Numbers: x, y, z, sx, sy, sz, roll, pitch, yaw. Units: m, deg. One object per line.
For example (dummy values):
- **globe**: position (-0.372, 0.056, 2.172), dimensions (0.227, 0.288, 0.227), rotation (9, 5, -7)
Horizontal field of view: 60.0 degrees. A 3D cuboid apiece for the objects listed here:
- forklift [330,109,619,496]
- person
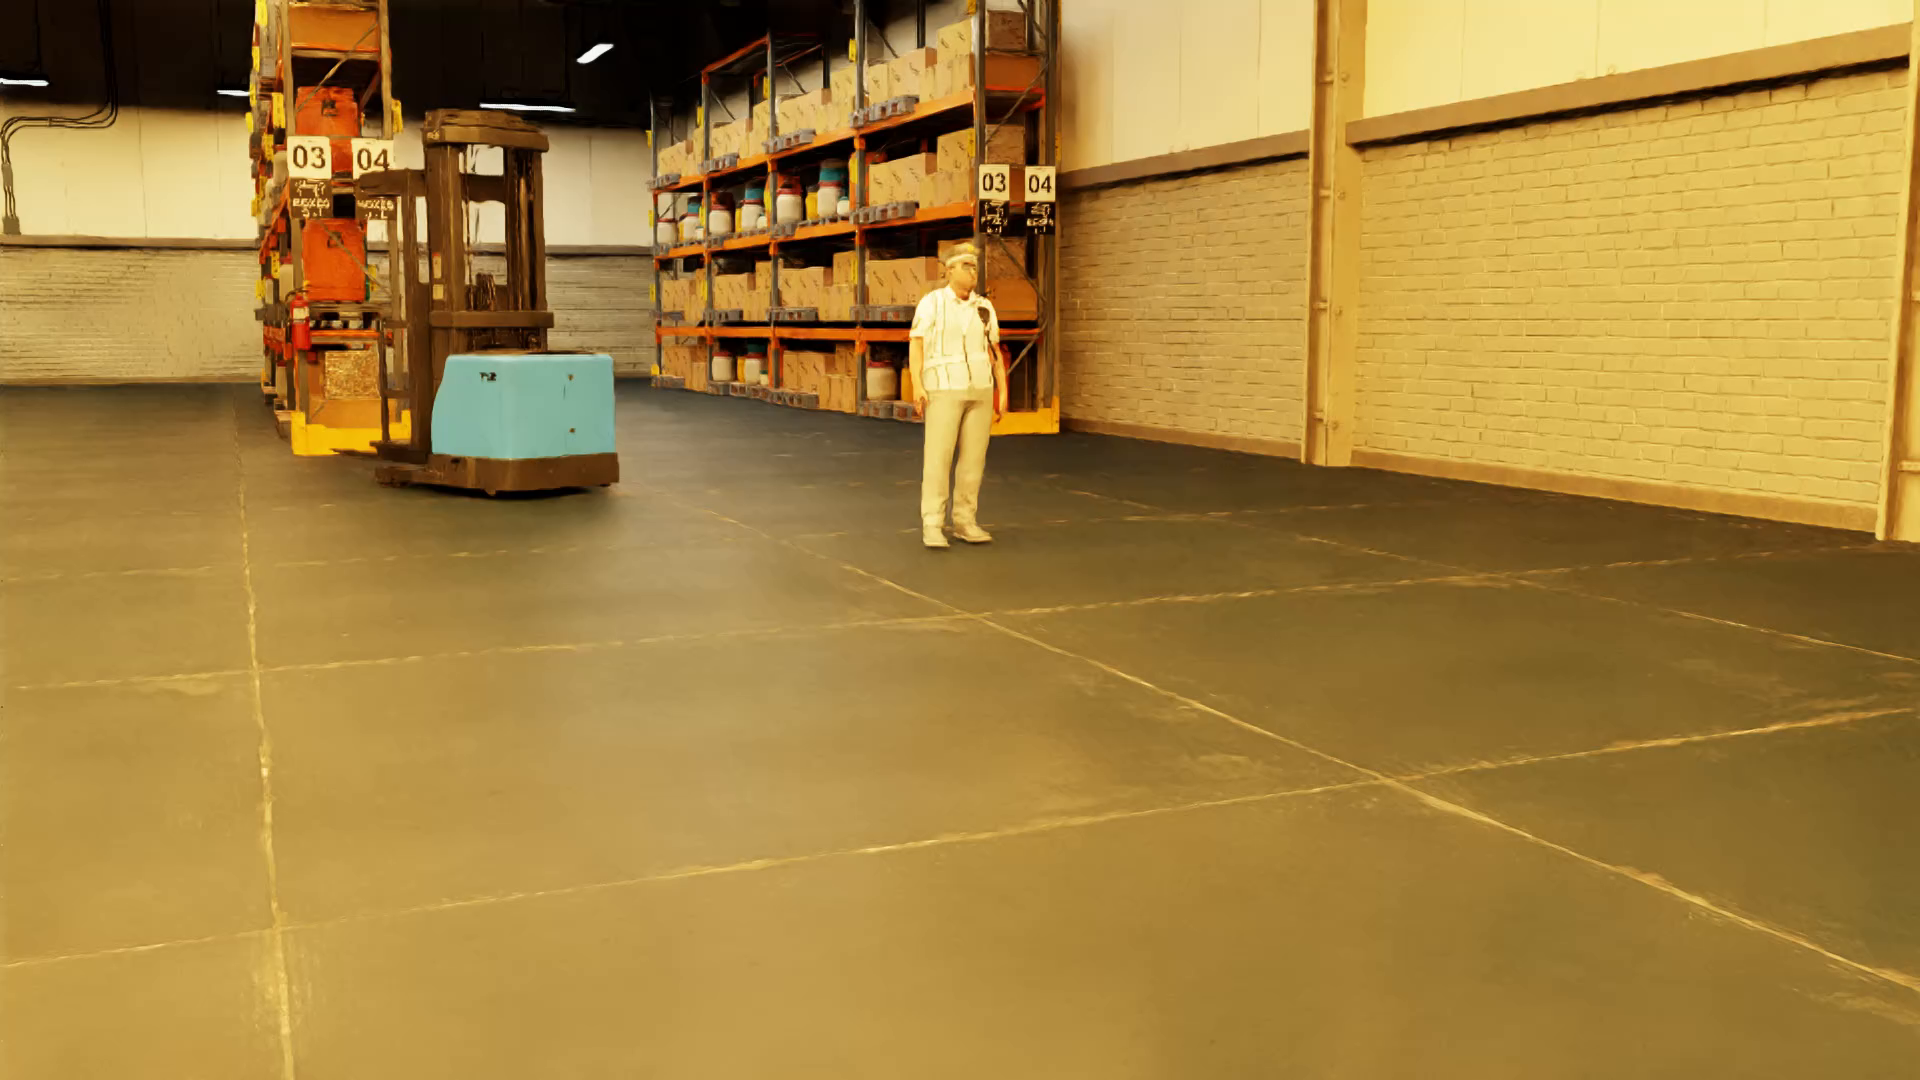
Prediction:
- **forklift**: position (-4.114, -1.919, 13.498), dimensions (3.031, 2.935, 1.130), rotation (7, 10, 41)
- **person**: position (0.020, -0.881, 9.961), dimensions (0.640, 1.781, 0.574), rotation (-3, 8, -23)
